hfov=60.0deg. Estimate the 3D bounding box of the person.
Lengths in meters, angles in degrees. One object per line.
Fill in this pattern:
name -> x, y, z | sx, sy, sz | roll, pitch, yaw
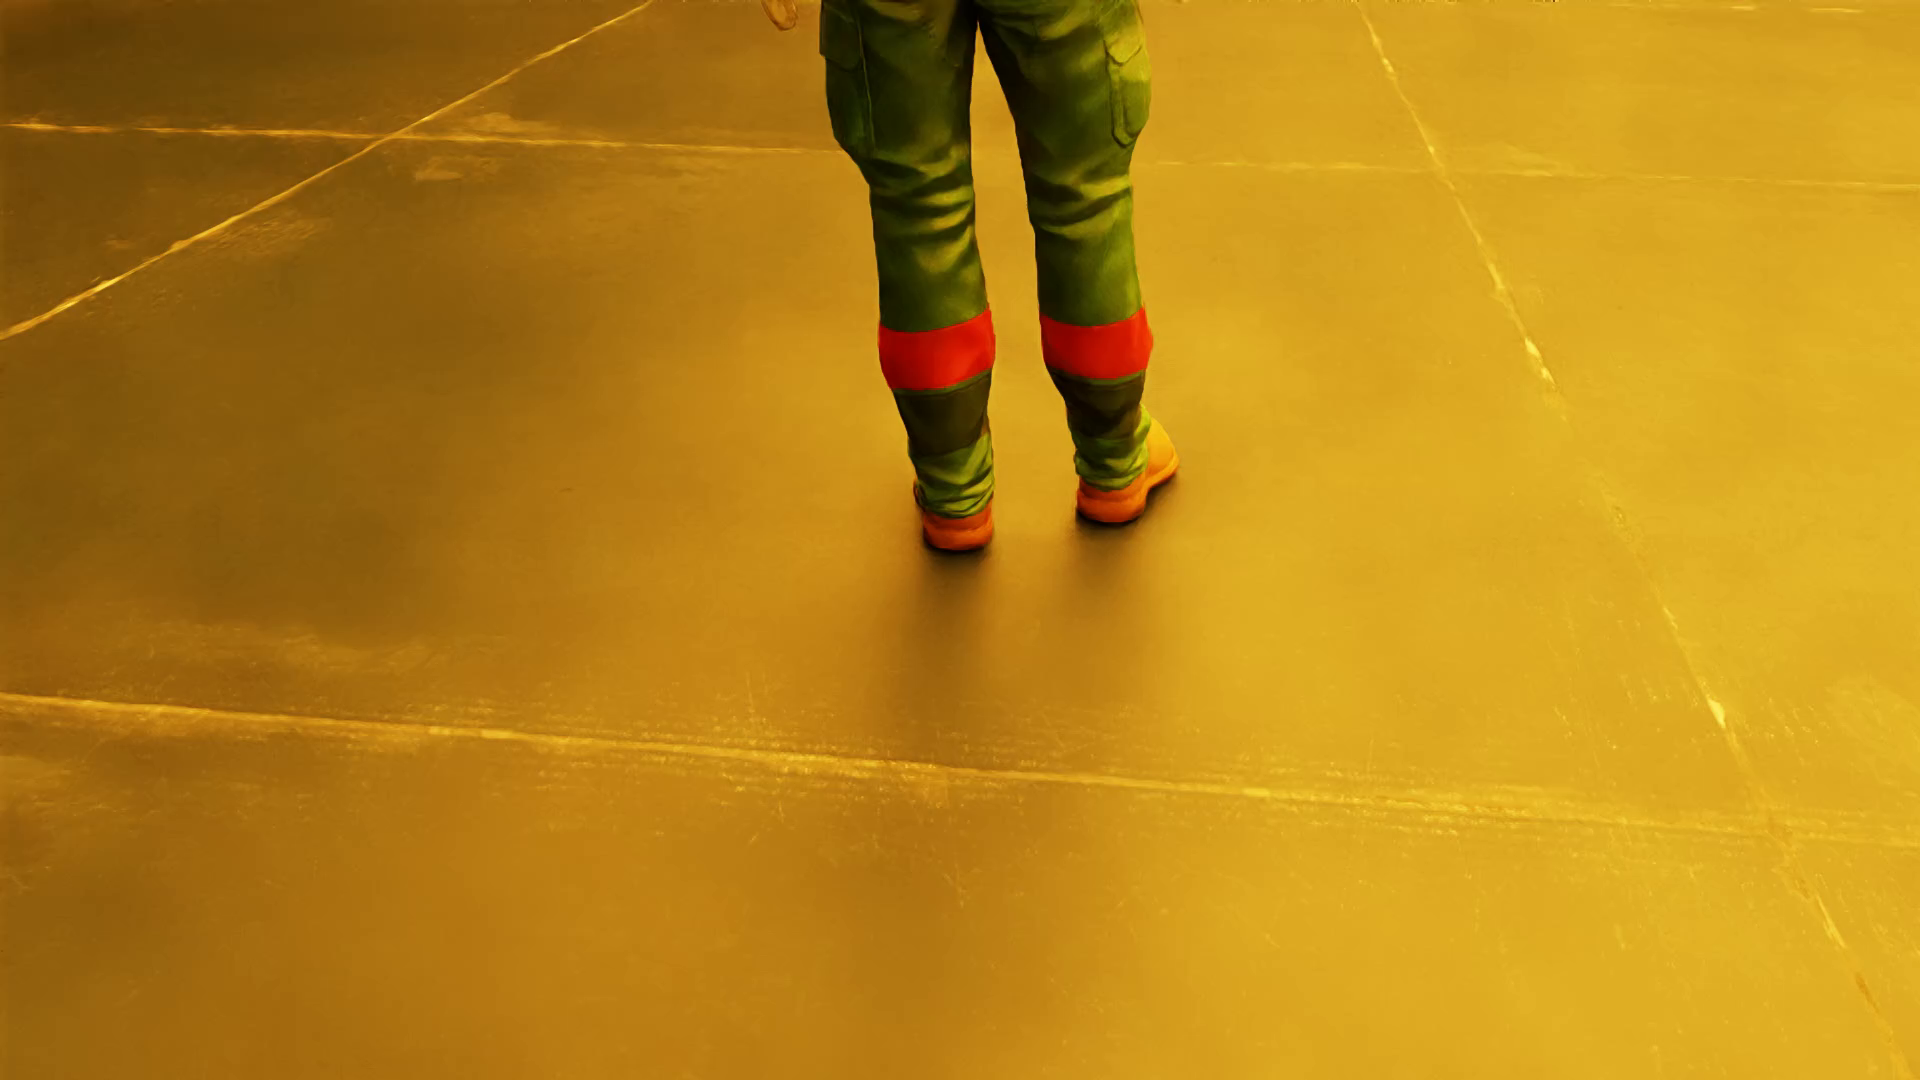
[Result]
person -> 0.022, -0.842, 2.167 | 0.637, 1.787, 0.563 | 3, 27, 7
